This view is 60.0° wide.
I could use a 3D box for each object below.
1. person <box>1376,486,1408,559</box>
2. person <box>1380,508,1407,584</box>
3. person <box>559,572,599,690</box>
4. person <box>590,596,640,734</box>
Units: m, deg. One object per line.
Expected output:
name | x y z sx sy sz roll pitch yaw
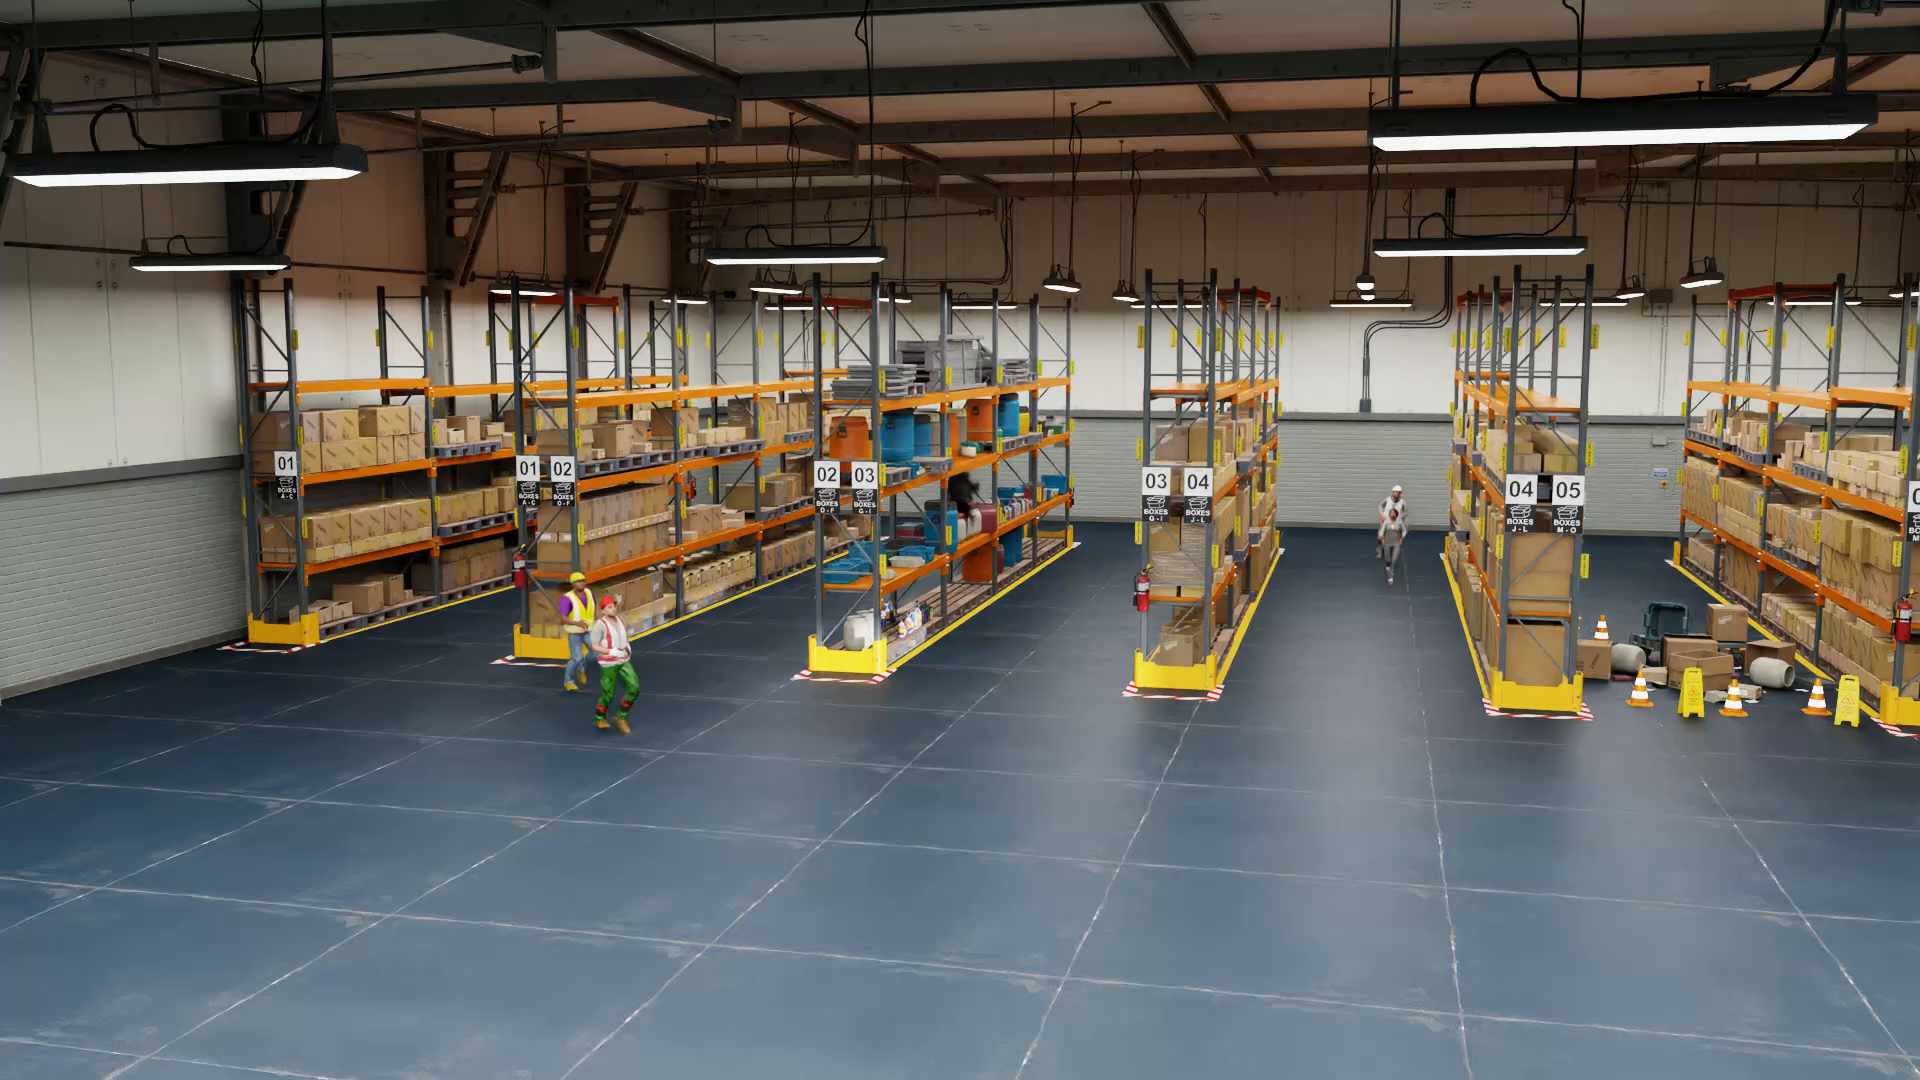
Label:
person | 9.926 -0.407 38.244 0.732 1.693 0.594 3 7 21
person | 8.975 0.115 34.482 0.545 1.564 0.623 2 7 16
person | -5.385 1.302 23.724 0.724 1.717 0.745 -7 10 -44
person | -4.406 1.579 21.236 0.715 1.751 0.671 6 9 41
